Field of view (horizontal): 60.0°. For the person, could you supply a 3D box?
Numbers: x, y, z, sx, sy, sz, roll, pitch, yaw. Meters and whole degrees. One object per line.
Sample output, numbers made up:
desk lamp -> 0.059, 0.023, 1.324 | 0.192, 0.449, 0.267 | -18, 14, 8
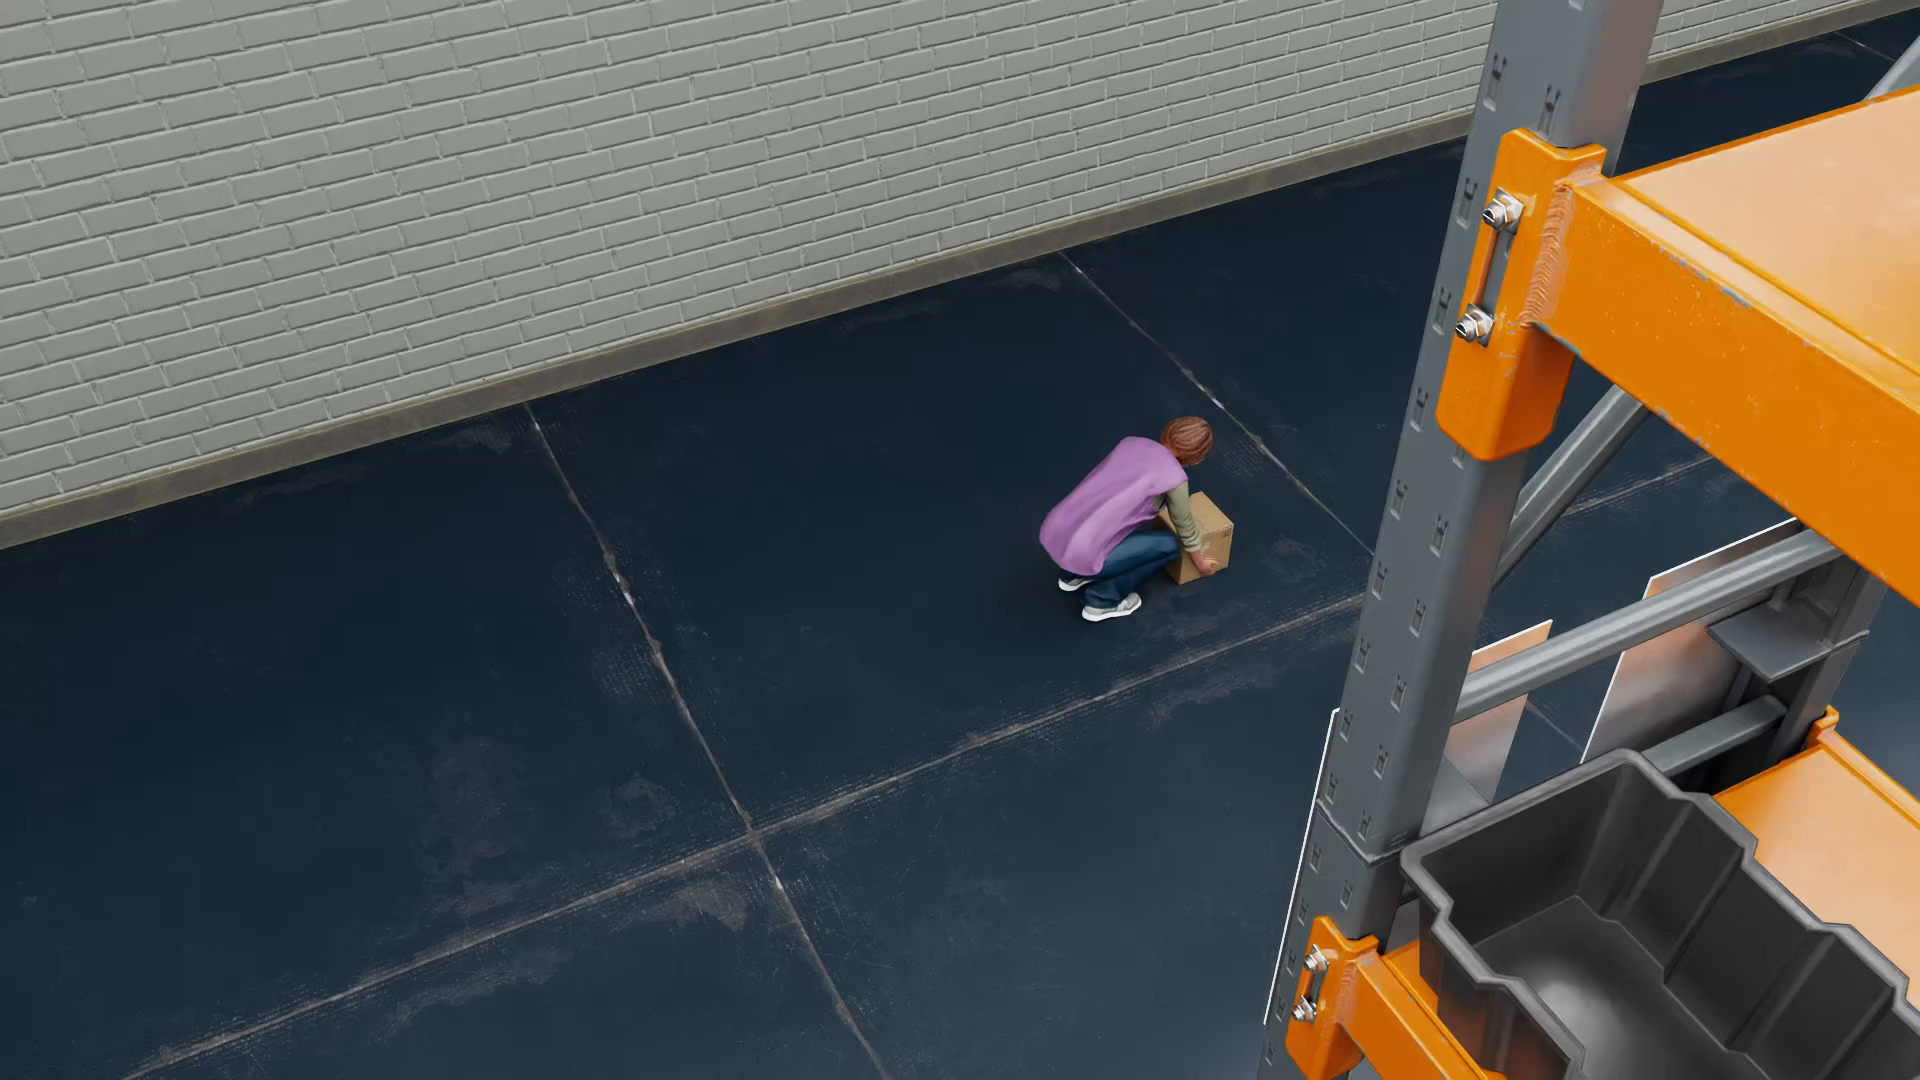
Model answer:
person -> 0.645, -0.048, 6.897 | 0.684, 0.701, 0.437 | -19, 45, -20
